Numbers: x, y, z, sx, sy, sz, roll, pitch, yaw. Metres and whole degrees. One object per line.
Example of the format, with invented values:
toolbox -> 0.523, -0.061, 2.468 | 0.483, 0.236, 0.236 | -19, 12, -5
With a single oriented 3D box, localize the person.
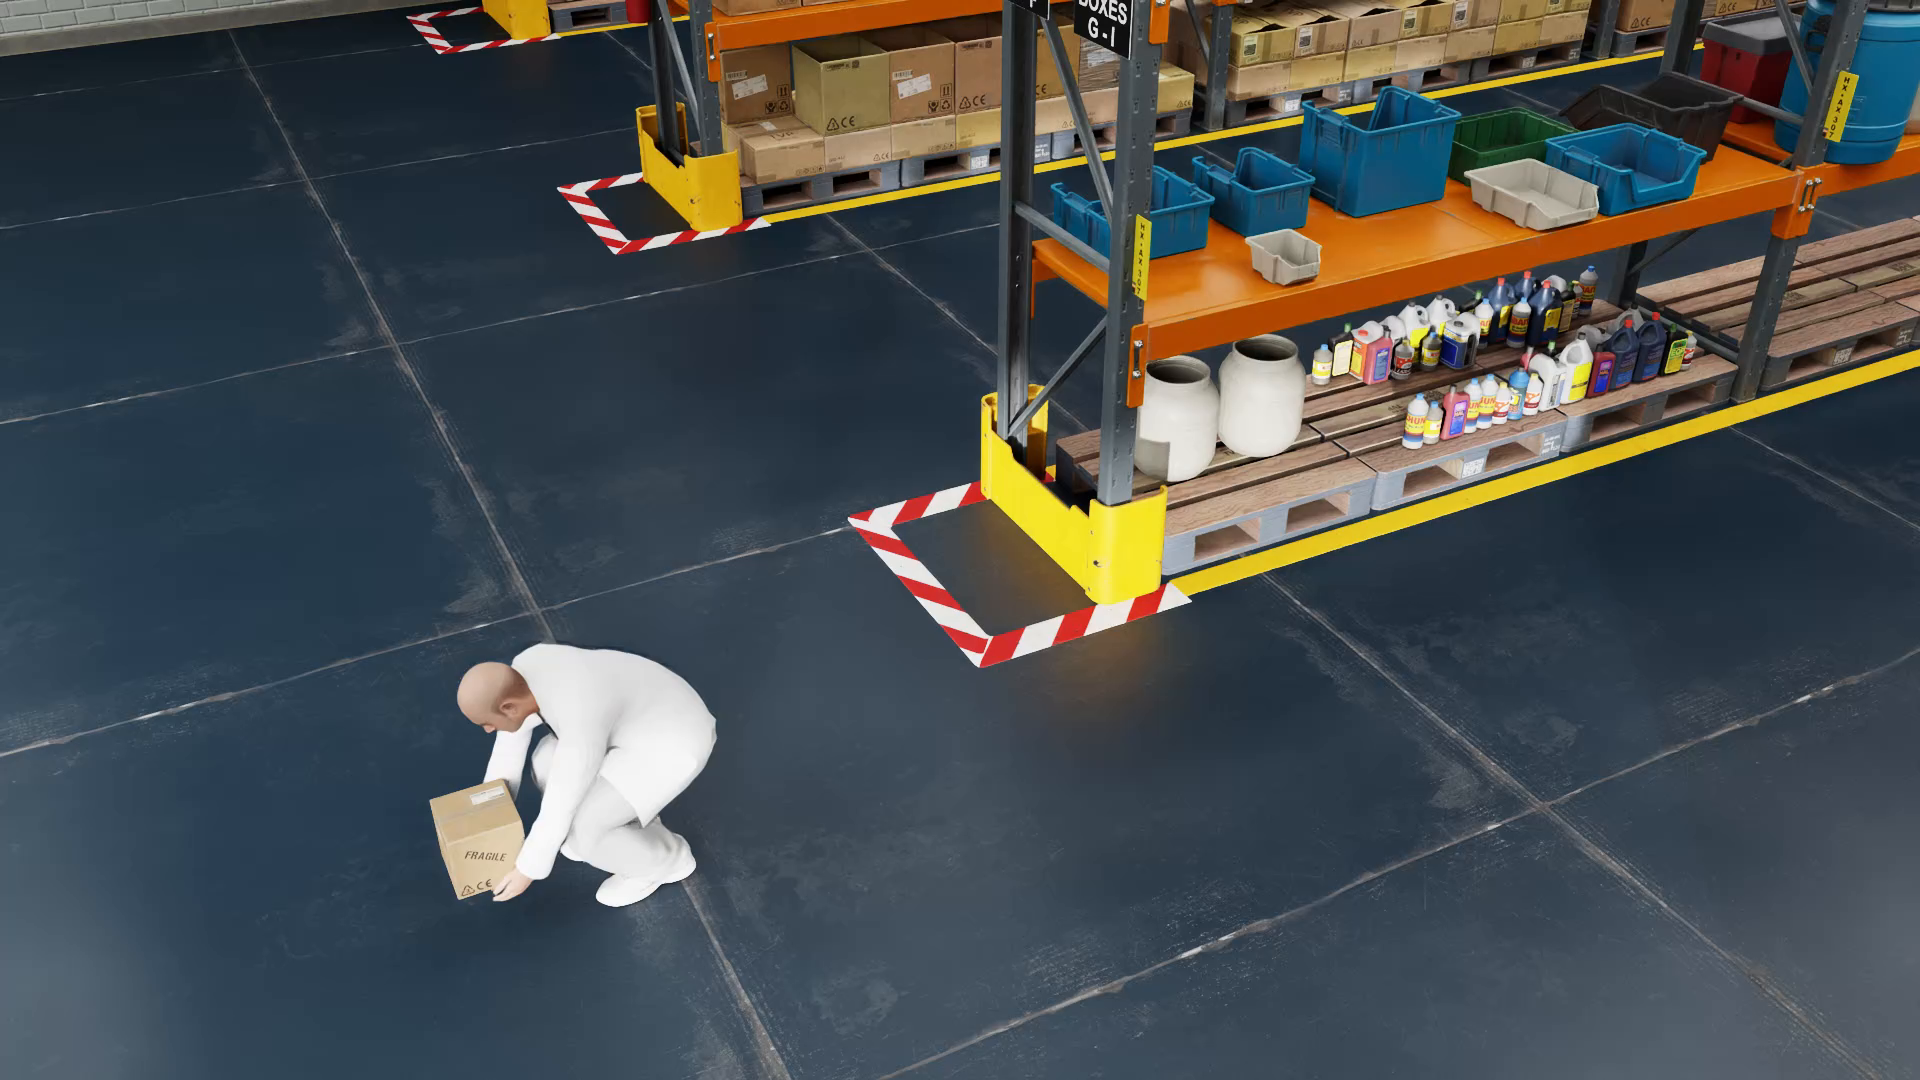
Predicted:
person -> -1.255, 0.759, 5.647 | 0.892, 1.045, 0.608 | -16, 36, -23
